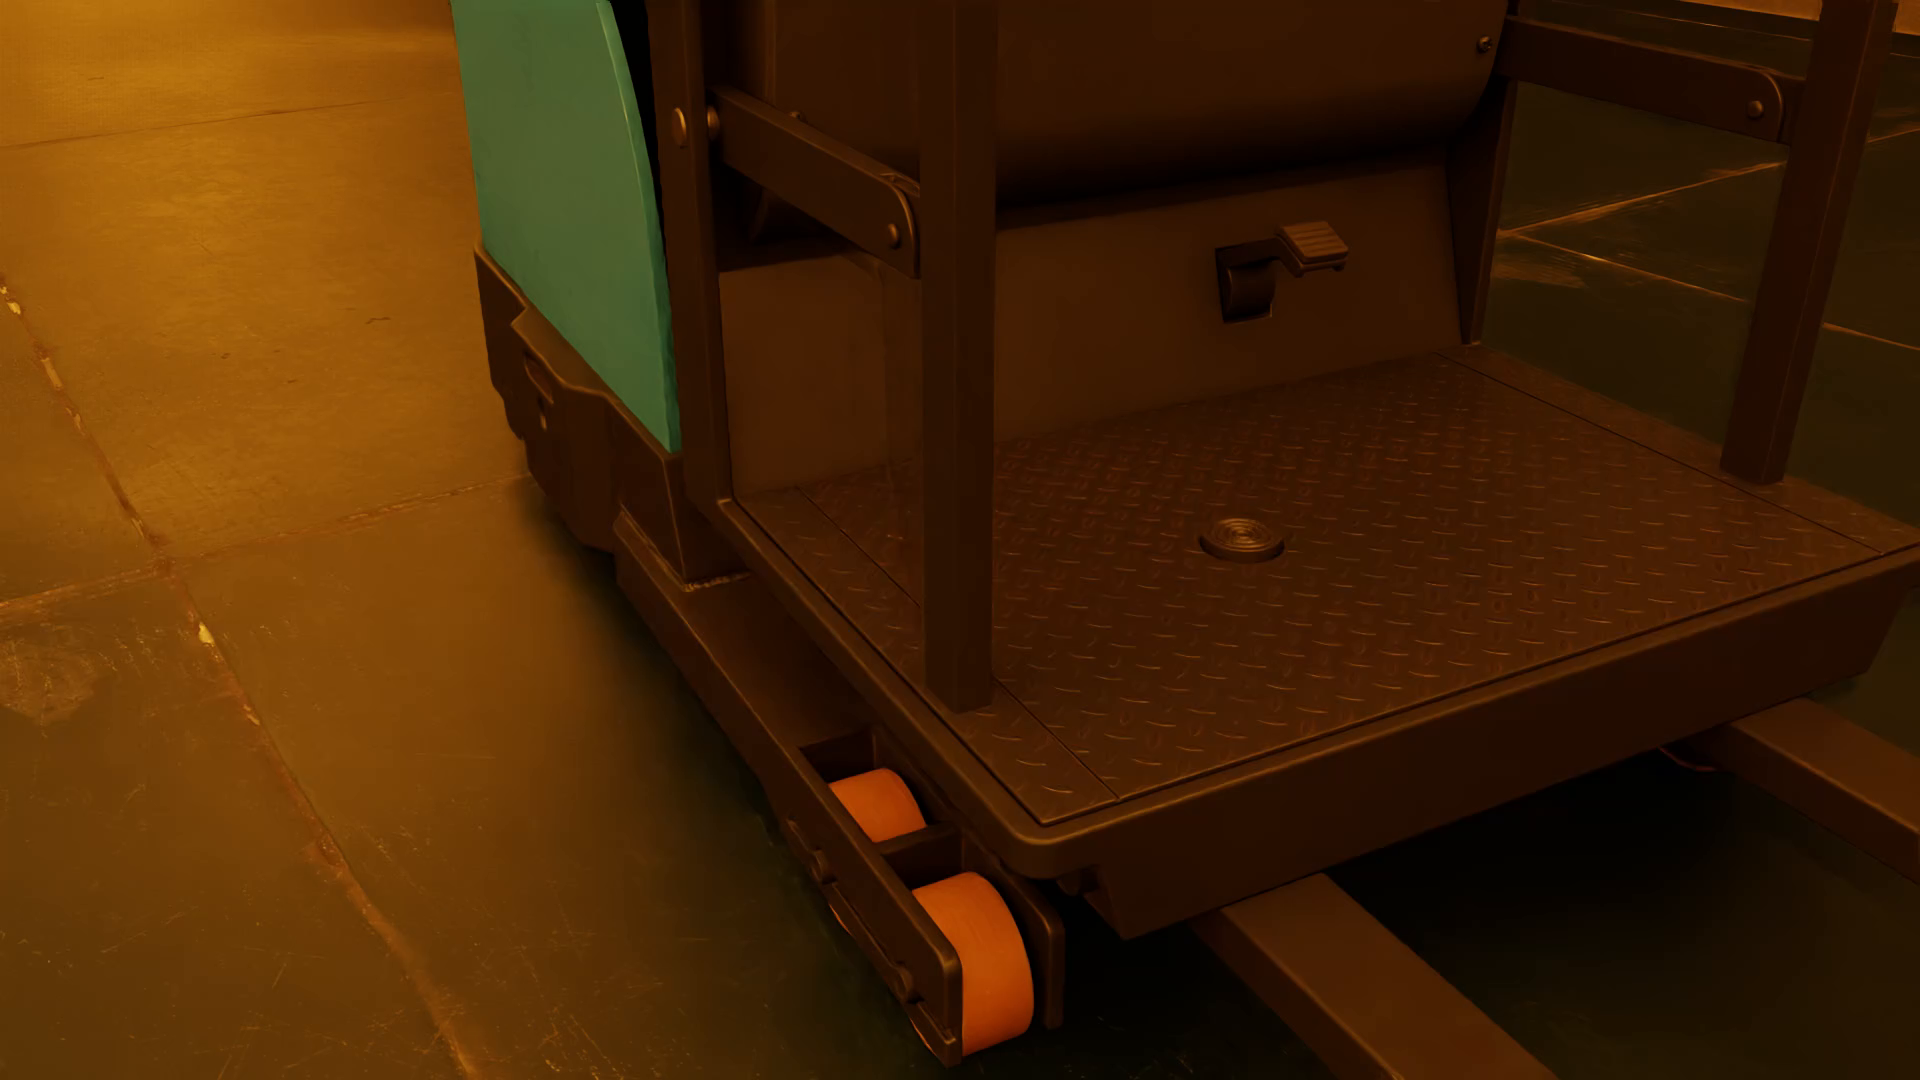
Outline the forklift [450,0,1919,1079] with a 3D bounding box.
[{"bbox_3d":[0.312,-1.062,1.347,1.130,2.935,3.031,-13,30,-24],"label":"forklift"}]
